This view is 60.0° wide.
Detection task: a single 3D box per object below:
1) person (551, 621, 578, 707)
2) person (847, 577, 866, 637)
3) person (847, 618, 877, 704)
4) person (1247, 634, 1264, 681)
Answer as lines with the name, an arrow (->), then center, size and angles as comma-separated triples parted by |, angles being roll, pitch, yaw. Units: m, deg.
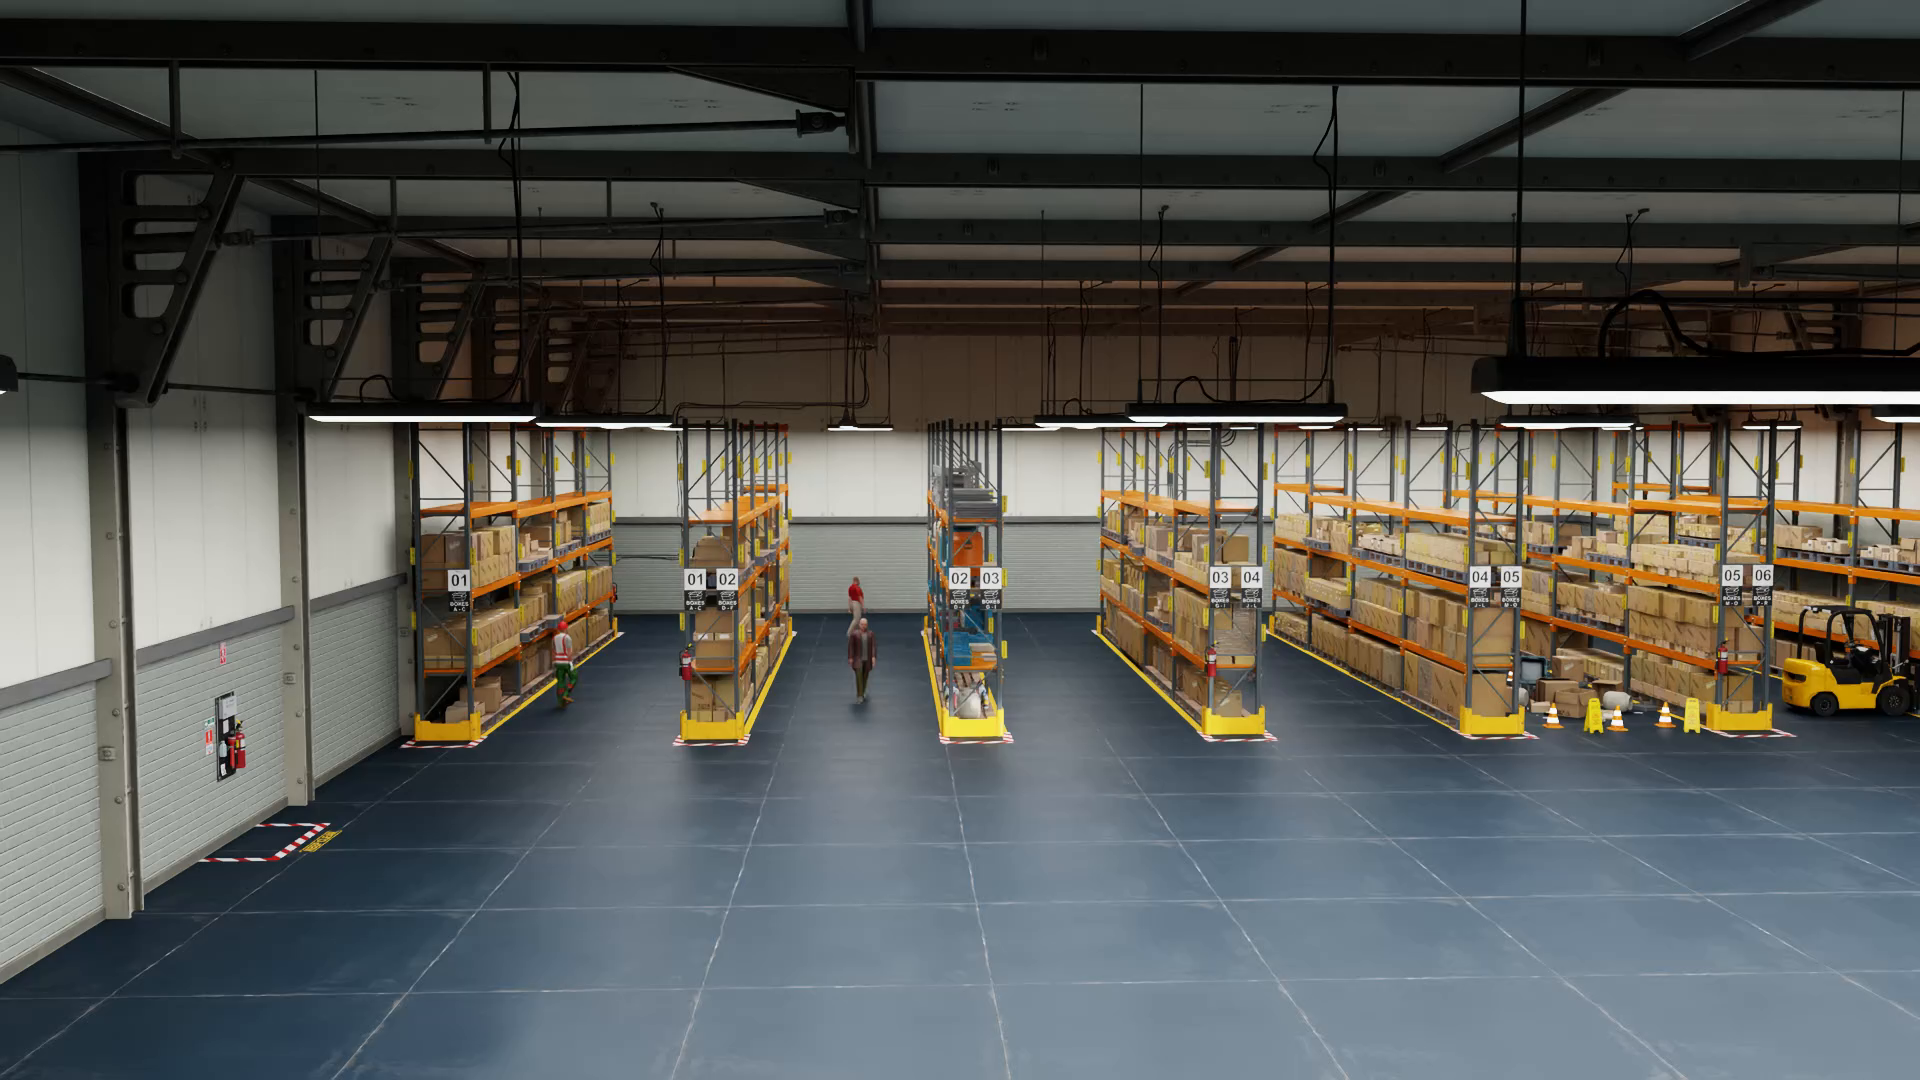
person -> -8.321, 2.594, 34.836 | 0.571, 1.779, 0.501 | 1, 4, 15
person -> -2.927, 1.878, 46.550 | 0.751, 1.708, 0.620 | -2, 4, -31
person -> -2.069, 2.560, 35.587 | 0.590, 1.761, 0.931 | -2, 4, -25
person -> 6.812, 2.424, 38.725 | 0.507, 1.679, 0.642 | 0, 4, -2
